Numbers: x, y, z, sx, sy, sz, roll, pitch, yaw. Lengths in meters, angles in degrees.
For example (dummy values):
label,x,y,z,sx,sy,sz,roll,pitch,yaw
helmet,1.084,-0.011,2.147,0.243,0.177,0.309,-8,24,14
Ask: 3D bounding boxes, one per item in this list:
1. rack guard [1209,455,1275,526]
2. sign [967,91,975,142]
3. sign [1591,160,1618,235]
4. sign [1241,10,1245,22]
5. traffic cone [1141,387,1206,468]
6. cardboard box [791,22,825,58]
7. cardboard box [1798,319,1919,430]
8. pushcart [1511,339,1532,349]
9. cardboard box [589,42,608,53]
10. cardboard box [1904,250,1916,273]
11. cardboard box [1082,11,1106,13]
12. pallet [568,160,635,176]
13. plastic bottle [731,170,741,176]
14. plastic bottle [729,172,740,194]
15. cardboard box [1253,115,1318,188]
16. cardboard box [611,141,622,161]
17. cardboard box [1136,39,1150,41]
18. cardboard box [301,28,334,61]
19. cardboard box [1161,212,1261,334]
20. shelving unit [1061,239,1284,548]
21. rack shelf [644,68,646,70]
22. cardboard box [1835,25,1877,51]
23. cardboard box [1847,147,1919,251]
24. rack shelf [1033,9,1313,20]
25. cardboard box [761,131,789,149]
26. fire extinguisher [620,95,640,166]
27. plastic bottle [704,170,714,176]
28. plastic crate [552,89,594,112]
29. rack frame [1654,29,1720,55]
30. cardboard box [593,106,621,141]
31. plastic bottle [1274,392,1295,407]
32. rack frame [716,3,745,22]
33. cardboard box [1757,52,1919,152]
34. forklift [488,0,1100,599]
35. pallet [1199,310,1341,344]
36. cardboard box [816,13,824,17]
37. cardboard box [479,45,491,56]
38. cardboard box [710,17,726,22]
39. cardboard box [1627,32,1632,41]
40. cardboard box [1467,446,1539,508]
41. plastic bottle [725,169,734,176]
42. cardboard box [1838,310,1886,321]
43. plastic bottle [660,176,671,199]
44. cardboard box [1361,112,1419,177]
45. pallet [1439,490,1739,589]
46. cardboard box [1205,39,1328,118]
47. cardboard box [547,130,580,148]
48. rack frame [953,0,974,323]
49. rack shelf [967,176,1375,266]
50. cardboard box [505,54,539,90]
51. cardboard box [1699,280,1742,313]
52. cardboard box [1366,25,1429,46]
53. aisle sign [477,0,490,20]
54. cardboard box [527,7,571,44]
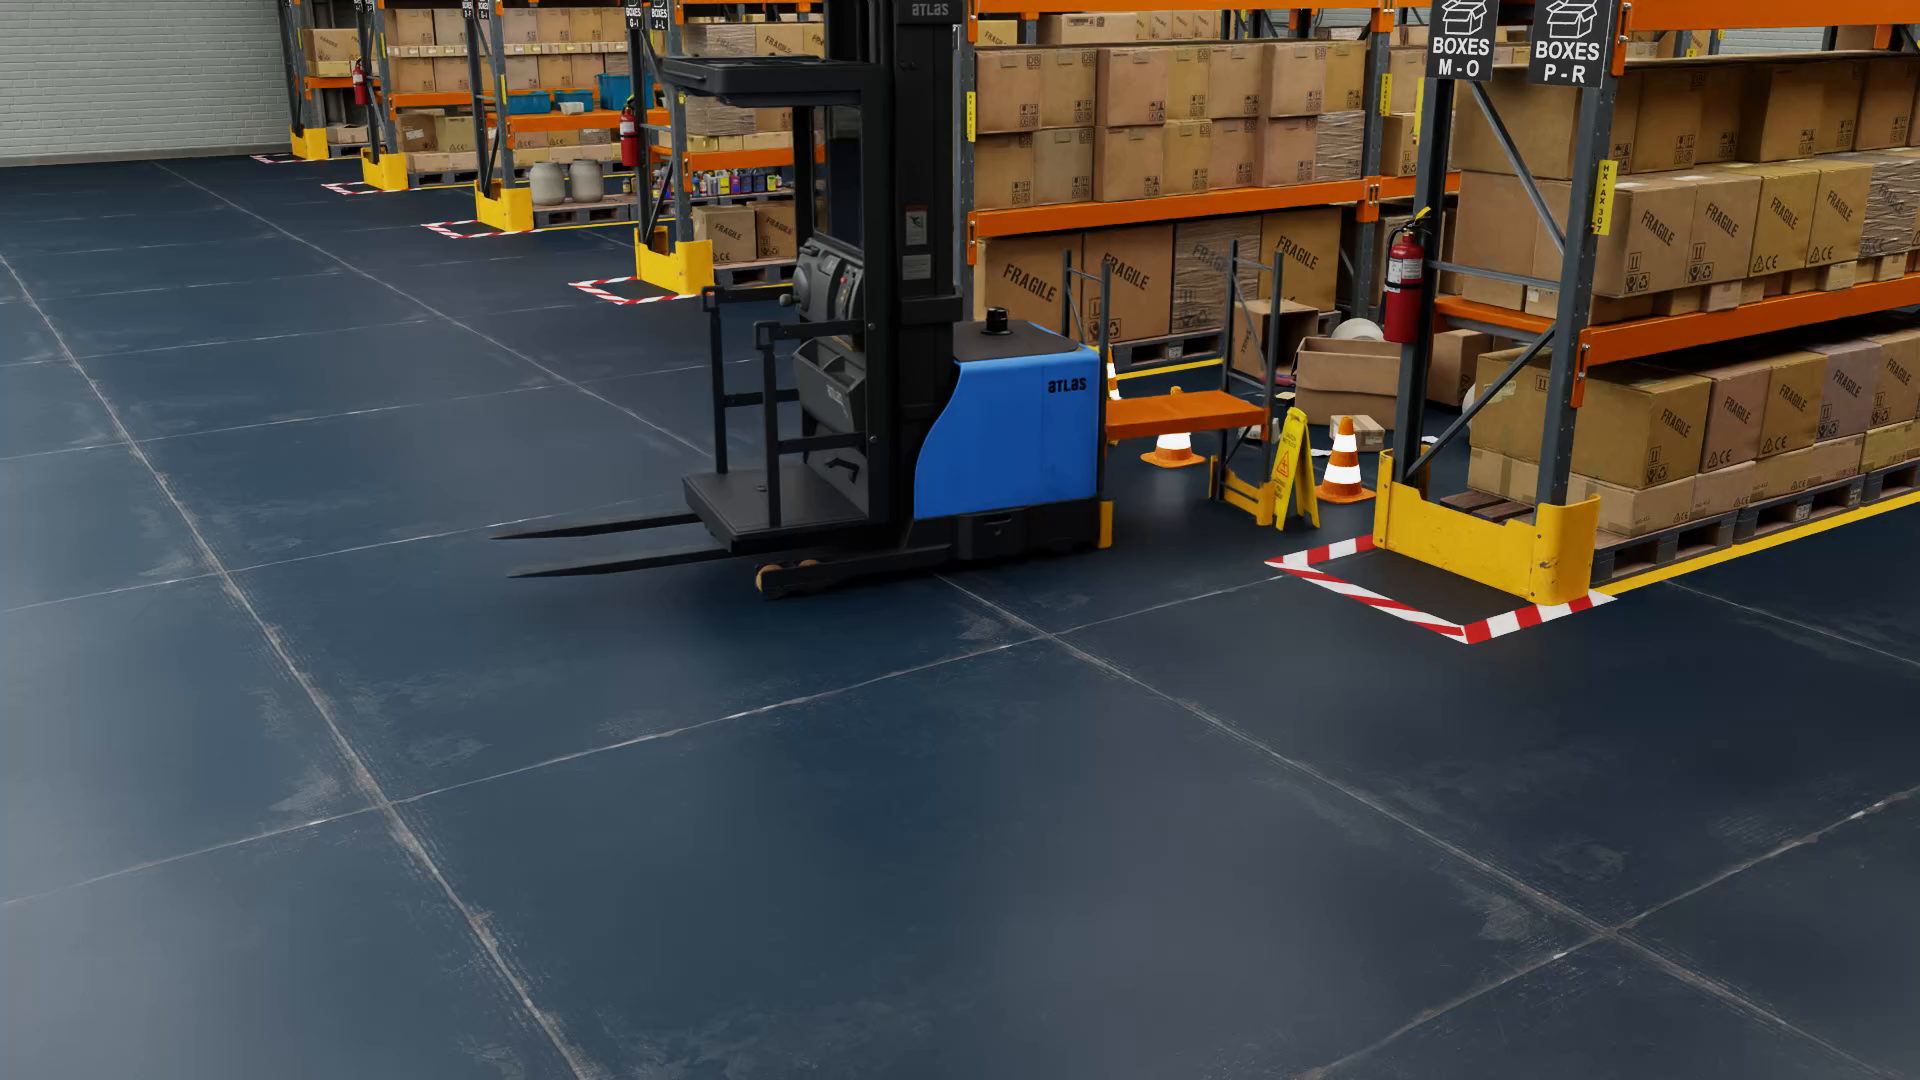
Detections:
label,x,y,z,sx,sy,sz,roll,pitch,yaw
rack guard,1.589,-0.283,9.397,0.087,0.250,0.587,-7,20,-21
sign,0.075,-2.872,11.279,0.005,0.325,0.100,-12,22,-31
sign,2.880,-1.533,7.441,0.005,0.325,0.100,-12,22,-31
sign,5.337,-9.933,31.340,0.005,0.325,0.100,-12,22,-31
traffic cone,1.337,-0.724,10.361,0.334,0.463,0.336,-12,22,-31
cardboard box,-1.421,-4.779,16.214,0.500,0.500,0.500,-12,22,-31
cardboard box,5.152,-0.958,9.559,0.500,0.500,0.500,-11,22,-30
pushcart,4.626,-1.331,12.291,1.648,0.377,0.936,13,23,34
cardboard box,-5.508,-7.433,25.077,0.250,0.149,0.380,-13,22,-33
cardboard box,5.140,-1.604,9.397,0.250,0.149,0.380,-12,22,-32
cardboard box,2.256,-9.211,29.788,0.500,0.500,0.500,-11,22,-30
pallet,-5.661,-5.824,25.839,1.213,0.211,1.003,-12,22,-31
plastic bottle,-2.894,-4.677,21.659,0.135,0.276,0.152,-12,22,-31
plastic bottle,-2.905,-4.605,21.436,0.133,0.283,0.061,-10,21,-28
cardboard box,2.367,-3.178,13.427,0.550,0.550,0.875,-12,22,-31
cardboard box,-5.241,-6.030,25.732,0.500,0.250,0.500,-12,22,-31
cardboard box,3.128,-8.925,30.504,0.500,0.500,0.500,-12,22,-32
cardboard box,-10.765,-8.327,27.921,0.500,0.500,0.500,-12,22,-32
cardboard box,1.801,-2.219,13.485,0.875,0.875,0.875,-12,22,-31
shelving unit,1.130,-0.818,9.021,1.083,1.500,0.587,-7,20,-21
rack shelf,-6.031,-8.609,30.848,4.000,0.370,1.077,-12,22,-31
cardboard box,10.040,-5.505,18.360,0.500,0.500,0.500,-13,23,-33
cardboard box,5.262,-1.923,9.328,0.500,0.500,0.500,-11,22,-30
rack shelf,2.142,-6.055,18.611,4.000,0.370,1.077,-12,22,-31
cardboard box,-1.866,-3.914,16.230,0.250,0.149,0.380,-12,22,-31
fire extinguisher,-3.218,-3.985,16.167,0.183,0.674,0.296,-12,22,-31
plastic bottle,-3.312,-4.837,22.016,0.185,0.351,0.144,-13,23,-34
plastic crate,-4.794,-5.454,20.624,0.408,0.251,0.499,-12,22,-31
rack frame,10.494,-6.737,24.186,0.127,3.000,1.000,-12,22,-31
cardboard box,-5.533,-6.527,26.033,0.500,0.500,0.500,-12,22,-31
plastic bottle,2.330,-1.007,11.826,0.133,0.061,0.283,13,23,34
rack frame,-4.360,-9.302,31.775,0.127,3.000,1.000,-12,22,-31
cardboard box,4.997,-2.531,9.563,0.500,0.500,0.700,-12,22,-31
forklift,-0.839,-1.292,8.190,3.031,2.935,1.130,-8,20,-21
pallet,2.437,-1.844,14.069,1.213,0.211,1.003,-12,22,-31
cardboard box,-2.553,-10.142,32.436,0.500,0.250,0.500,-12,22,-33
cardboard box,-7.007,-7.117,24.143,0.250,0.149,0.380,-13,23,-33
cardboard box,-4.632,-9.797,31.381,0.250,0.149,0.380,-16,24,-38
cardboard box,9.098,-6.968,23.471,0.500,0.500,0.500,-13,22,-33
cardboard box,3.129,-0.383,9.029,0.500,0.250,0.500,-12,22,-32
plastic bottle,-3.075,-4.832,22.000,0.185,0.351,0.144,-12,22,-31
cardboard box,5.281,-1.192,10.252,0.500,0.500,0.500,-11,21,-29
plastic bottle,-3.708,-4.436,20.935,0.133,0.283,0.061,-11,22,-31
cardboard box,3.702,-3.346,14.002,0.500,0.500,0.500,-12,22,-31
pallet,3.343,-0.094,8.891,1.213,0.211,1.003,-12,22,-31
cardboard box,2.393,-3.677,13.216,0.550,0.550,0.875,-12,22,-31
cardboard box,-6.080,-6.211,25.097,0.500,0.500,0.500,-12,22,-31
rack frame,-0.225,-2.574,11.873,0.127,3.000,1.000,-12,22,-31
rack shelf,1.445,-2.585,13.030,4.000,0.370,1.077,-12,22,-31
cardboard box,-6.626,-6.968,24.715,0.500,0.500,0.700,-11,22,-30
cardboard box,3.685,-1.259,8.375,0.250,0.149,0.380,-12,22,-31
cardboard box,5.534,-6.208,20.901,0.637,0.503,0.797,-11,22,-30
aisle sign,-5.492,-6.384,19.083,0.004,0.787,0.394,-12,22,-31
cardboard box,-6.180,-7.678,24.789,0.500,0.500,0.700,-12,22,-31
